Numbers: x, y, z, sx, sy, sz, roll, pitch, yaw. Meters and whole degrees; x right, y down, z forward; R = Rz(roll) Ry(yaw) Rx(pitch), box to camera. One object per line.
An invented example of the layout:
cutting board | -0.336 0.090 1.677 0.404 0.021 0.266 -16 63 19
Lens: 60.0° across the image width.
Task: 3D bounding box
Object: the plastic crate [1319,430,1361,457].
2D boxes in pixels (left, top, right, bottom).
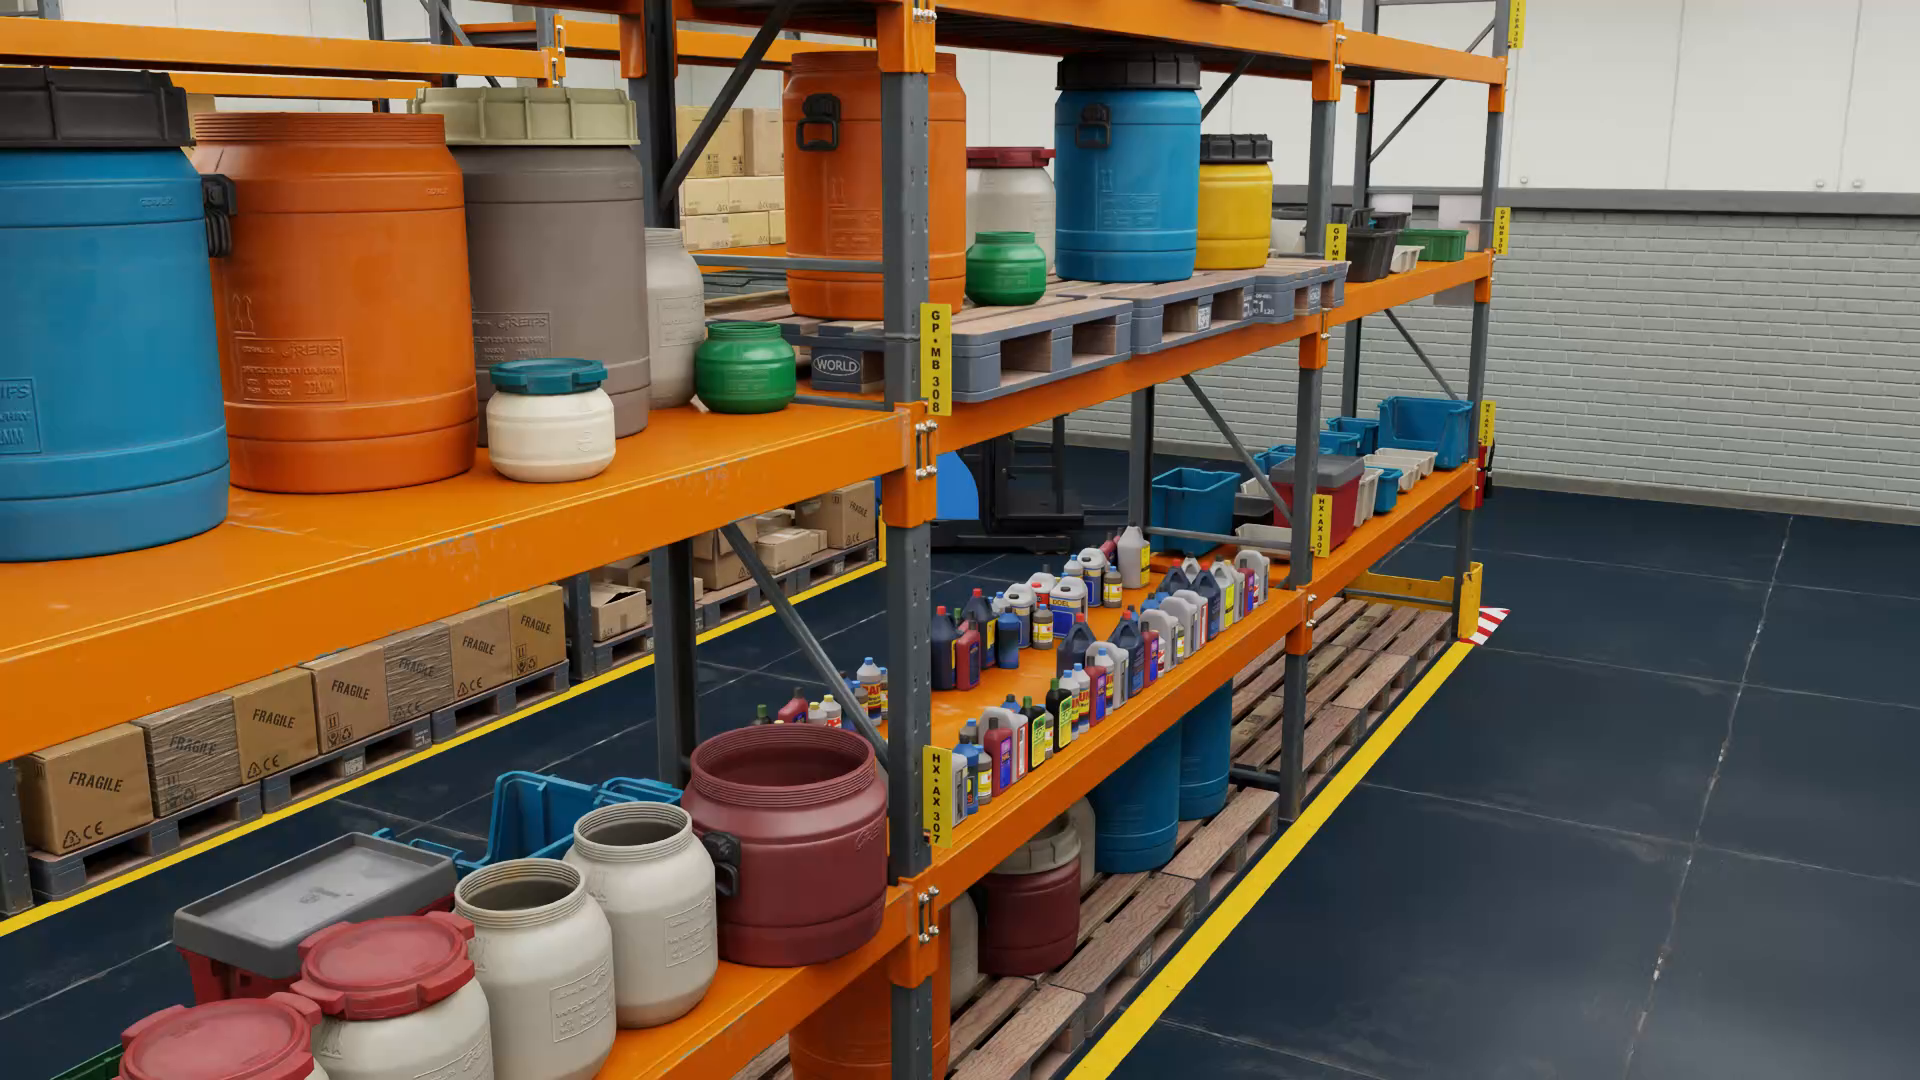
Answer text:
plastic crate | 2.586 -0.621 11.656 0.416 0.233 0.300 7 15 28

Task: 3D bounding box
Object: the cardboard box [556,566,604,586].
cardboard box | -2.929 0.289 12.046 0.500 0.500 0.500 7 15 28

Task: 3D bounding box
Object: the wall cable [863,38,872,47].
wall cable | 0.055 -6.620 19.358 3.097 2.526 0.112 7 15 28

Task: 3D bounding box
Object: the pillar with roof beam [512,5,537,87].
pillar with roof beam | -1.044 -5.025 16.893 9.100 9.000 0.400 7 15 28

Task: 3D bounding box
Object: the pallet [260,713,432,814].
pallet | -3.905 1.215 9.761 1.003 0.211 1.213 7 15 28

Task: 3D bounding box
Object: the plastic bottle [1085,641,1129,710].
plastic bottle | 0.607 0.543 6.862 0.152 0.276 0.135 7 15 28

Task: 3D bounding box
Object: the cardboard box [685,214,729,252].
cardboard box | -2.016 -2.225 11.998 0.500 0.250 0.500 7 15 28

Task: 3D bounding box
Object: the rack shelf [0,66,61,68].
rack shelf | -8.261 -3.086 11.237 1.077 0.370 4.000 7 15 28

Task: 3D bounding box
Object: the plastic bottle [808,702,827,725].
plastic bottle | -0.550 0.716 6.305 0.097 0.201 0.097 0 14 0

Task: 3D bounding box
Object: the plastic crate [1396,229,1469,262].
plastic crate | 3.085 -1.942 10.959 0.450 0.188 0.336 7 15 28

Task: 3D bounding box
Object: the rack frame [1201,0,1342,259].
rack frame | 1.378 -2.918 8.152 1.000 3.000 0.127 7 15 28

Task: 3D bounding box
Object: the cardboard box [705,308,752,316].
cardboard box | -1.735 -1.480 12.643 0.500 0.500 0.500 8 16 30

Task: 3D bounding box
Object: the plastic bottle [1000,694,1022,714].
plastic bottle | 0.187 0.707 6.191 0.097 0.271 0.097 0 14 0

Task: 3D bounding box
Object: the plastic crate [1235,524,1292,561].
plastic crate | 1.729 0.018 9.208 0.396 0.136 0.243 7 15 28

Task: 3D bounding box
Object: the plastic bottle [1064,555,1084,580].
plastic bottle | 0.564 0.209 8.258 0.097 0.271 0.097 0 14 0

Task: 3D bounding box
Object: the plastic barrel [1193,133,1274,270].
plastic barrel | 1.115 -1.545 7.560 0.600 0.588 0.600 0 14 0

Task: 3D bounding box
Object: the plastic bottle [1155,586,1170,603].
plastic bottle | 0.932 0.347 7.686 0.097 0.271 0.097 0 14 0

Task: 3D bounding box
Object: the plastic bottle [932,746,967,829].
plastic bottle | -0.063 0.828 5.682 0.152 0.276 0.135 7 15 28

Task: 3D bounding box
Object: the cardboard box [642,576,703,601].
cardboard box | -2.154 0.360 12.463 0.380 0.166 0.250 7 15 28

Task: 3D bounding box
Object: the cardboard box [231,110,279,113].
cardboard box | -6.227 -3.449 14.366 0.500 0.500 0.500 7 15 28

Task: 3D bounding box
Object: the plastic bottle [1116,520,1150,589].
plastic bottle | 0.905 0.066 8.679 0.144 0.351 0.185 7 15 28

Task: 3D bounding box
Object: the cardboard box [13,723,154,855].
cardboard box | -4.419 1.198 8.277 0.500 0.500 0.500 8 16 30

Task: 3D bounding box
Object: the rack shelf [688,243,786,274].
rack shelf | -1.989 -2.082 12.621 1.077 0.370 4.000 7 15 28

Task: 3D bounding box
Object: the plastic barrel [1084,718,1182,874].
plastic barrel | 0.758 1.070 7.994 0.600 0.901 0.708 7 15 28

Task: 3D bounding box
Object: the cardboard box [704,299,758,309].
cardboard box | -1.960 -1.647 13.336 0.500 0.500 0.500 8 16 29

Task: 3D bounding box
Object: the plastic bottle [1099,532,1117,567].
plastic bottle | 0.763 0.110 8.644 0.061 0.283 0.133 7 15 28

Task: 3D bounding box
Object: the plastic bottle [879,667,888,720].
plastic bottle | -0.315 0.616 6.719 0.097 0.201 0.097 0 14 0

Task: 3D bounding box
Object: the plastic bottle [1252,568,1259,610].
plastic bottle | 1.439 0.240 8.280 0.097 0.201 0.097 0 14 0

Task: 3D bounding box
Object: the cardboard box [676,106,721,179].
cardboard box | -2.152 -2.850 11.925 0.700 0.500 0.500 7 15 28

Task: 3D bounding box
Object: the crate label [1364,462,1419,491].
crate label | 2.810 -0.417 11.016 0.396 0.136 0.243 7 15 28

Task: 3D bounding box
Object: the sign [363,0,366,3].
sign | -5.843 -5.456 16.350 0.100 0.325 0.005 7 15 28

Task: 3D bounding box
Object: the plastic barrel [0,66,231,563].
plastic barrel | -1.801 -0.459 3.285 0.600 0.901 0.708 7 15 28

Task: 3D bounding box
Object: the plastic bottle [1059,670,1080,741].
plastic bottle | 0.417 0.639 6.472 0.097 0.271 0.097 0 14 0

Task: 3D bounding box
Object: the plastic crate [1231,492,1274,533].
plastic crate | 1.684 -0.157 9.959 0.437 0.125 0.590 7 15 28

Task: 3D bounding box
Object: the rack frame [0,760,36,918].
rack frame | -4.890 0.257 7.782 1.000 3.000 0.127 7 15 28

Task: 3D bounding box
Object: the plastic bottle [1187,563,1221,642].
plastic bottle | 1.131 0.286 7.768 0.144 0.351 0.185 7 15 28

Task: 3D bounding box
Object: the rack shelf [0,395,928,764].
rack shelf | -1.522 0.121 3.482 1.077 0.370 4.000 7 15 28

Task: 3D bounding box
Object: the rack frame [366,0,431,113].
rack frame | -5.360 -4.861 16.212 1.000 3.000 0.127 7 15 28

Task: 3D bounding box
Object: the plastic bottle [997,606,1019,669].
plastic bottle | 0.213 0.428 7.351 0.097 0.271 0.097 0 14 0

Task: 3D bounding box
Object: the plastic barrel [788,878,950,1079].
plastic barrel | -0.334 1.568 6.081 0.600 0.830 0.708 7 15 28

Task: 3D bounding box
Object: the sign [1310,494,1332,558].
sign | 1.859 -0.073 8.563 0.100 0.325 0.005 7 15 28

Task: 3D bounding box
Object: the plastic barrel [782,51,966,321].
plastic barrel | -0.278 -1.168 5.482 0.600 0.830 0.708 7 15 28

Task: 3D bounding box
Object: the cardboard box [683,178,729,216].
cardboard box | -2.011 -2.467 11.937 0.500 0.250 0.500 7 15 28

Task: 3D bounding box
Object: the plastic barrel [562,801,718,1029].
plastic barrel | -0.866 1.000 4.462 0.421 0.512 0.421 0 14 0

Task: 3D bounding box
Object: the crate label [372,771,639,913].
crate label | -1.272 0.975 4.729 0.502 0.435 0.616 7 15 28

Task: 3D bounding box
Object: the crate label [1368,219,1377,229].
crate label | 2.583 -2.055 11.292 0.408 0.251 0.502 7 15 28

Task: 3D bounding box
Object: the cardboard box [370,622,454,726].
cardboard box | -3.433 0.775 10.030 0.500 0.500 0.500 8 16 29

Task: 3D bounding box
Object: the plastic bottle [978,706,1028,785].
plastic bottle | 0.161 0.733 6.076 0.152 0.276 0.135 7 15 28

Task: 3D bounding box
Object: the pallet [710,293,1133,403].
pallet | -0.100 -0.693 5.727 1.003 0.211 1.213 7 15 28

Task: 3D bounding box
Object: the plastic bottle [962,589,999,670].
plastic bottle | 0.087 0.384 7.361 0.144 0.351 0.185 7 15 28

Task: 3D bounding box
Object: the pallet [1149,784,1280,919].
pallet | 0.969 1.508 8.545 1.003 0.211 1.213 7 15 28

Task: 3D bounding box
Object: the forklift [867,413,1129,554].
forklift | 0.623 -1.423 14.900 3.031 2.935 1.130 0 14 1

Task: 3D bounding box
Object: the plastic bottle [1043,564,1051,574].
plastic bottle | 0.398 0.265 8.002 0.061 0.283 0.133 7 15 28

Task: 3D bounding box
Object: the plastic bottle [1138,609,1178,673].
plastic bottle | 0.873 0.430 7.330 0.152 0.276 0.135 7 15 28

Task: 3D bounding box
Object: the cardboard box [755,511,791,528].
cardboard box | -1.775 -0.079 14.106 0.500 0.250 0.500 7 15 28

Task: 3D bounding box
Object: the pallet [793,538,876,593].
pallet | -1.443 0.151 14.174 1.003 0.211 1.213 7 15 28

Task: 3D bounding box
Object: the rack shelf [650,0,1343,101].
rack shelf | 0.412 -1.963 6.581 1.077 0.370 4.000 7 15 28
